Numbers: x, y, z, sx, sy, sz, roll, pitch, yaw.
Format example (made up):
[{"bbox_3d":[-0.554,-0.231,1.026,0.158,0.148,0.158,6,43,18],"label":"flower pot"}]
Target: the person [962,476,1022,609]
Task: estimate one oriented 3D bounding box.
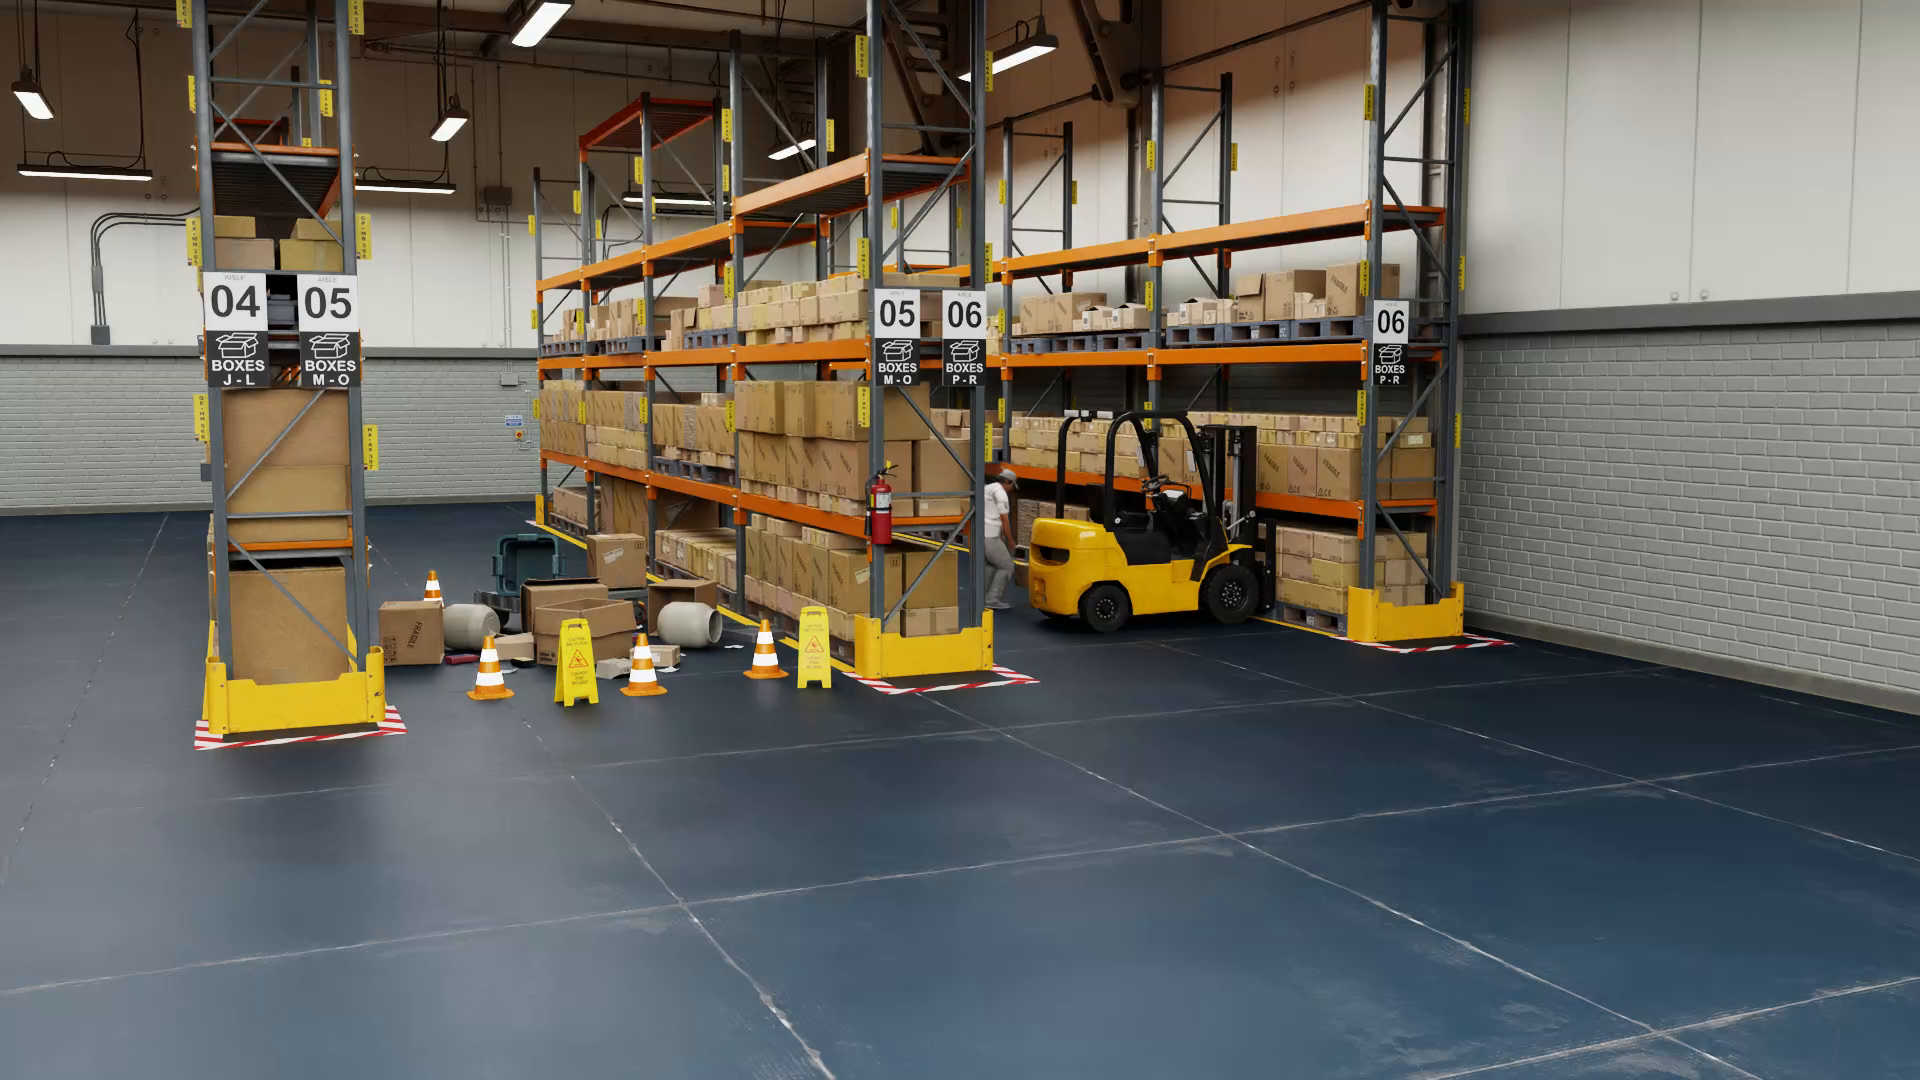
[{"bbox_3d":[0.362,0.021,18.056,0.690,1.432,0.532,-2,6,-23],"label":"person"}]
